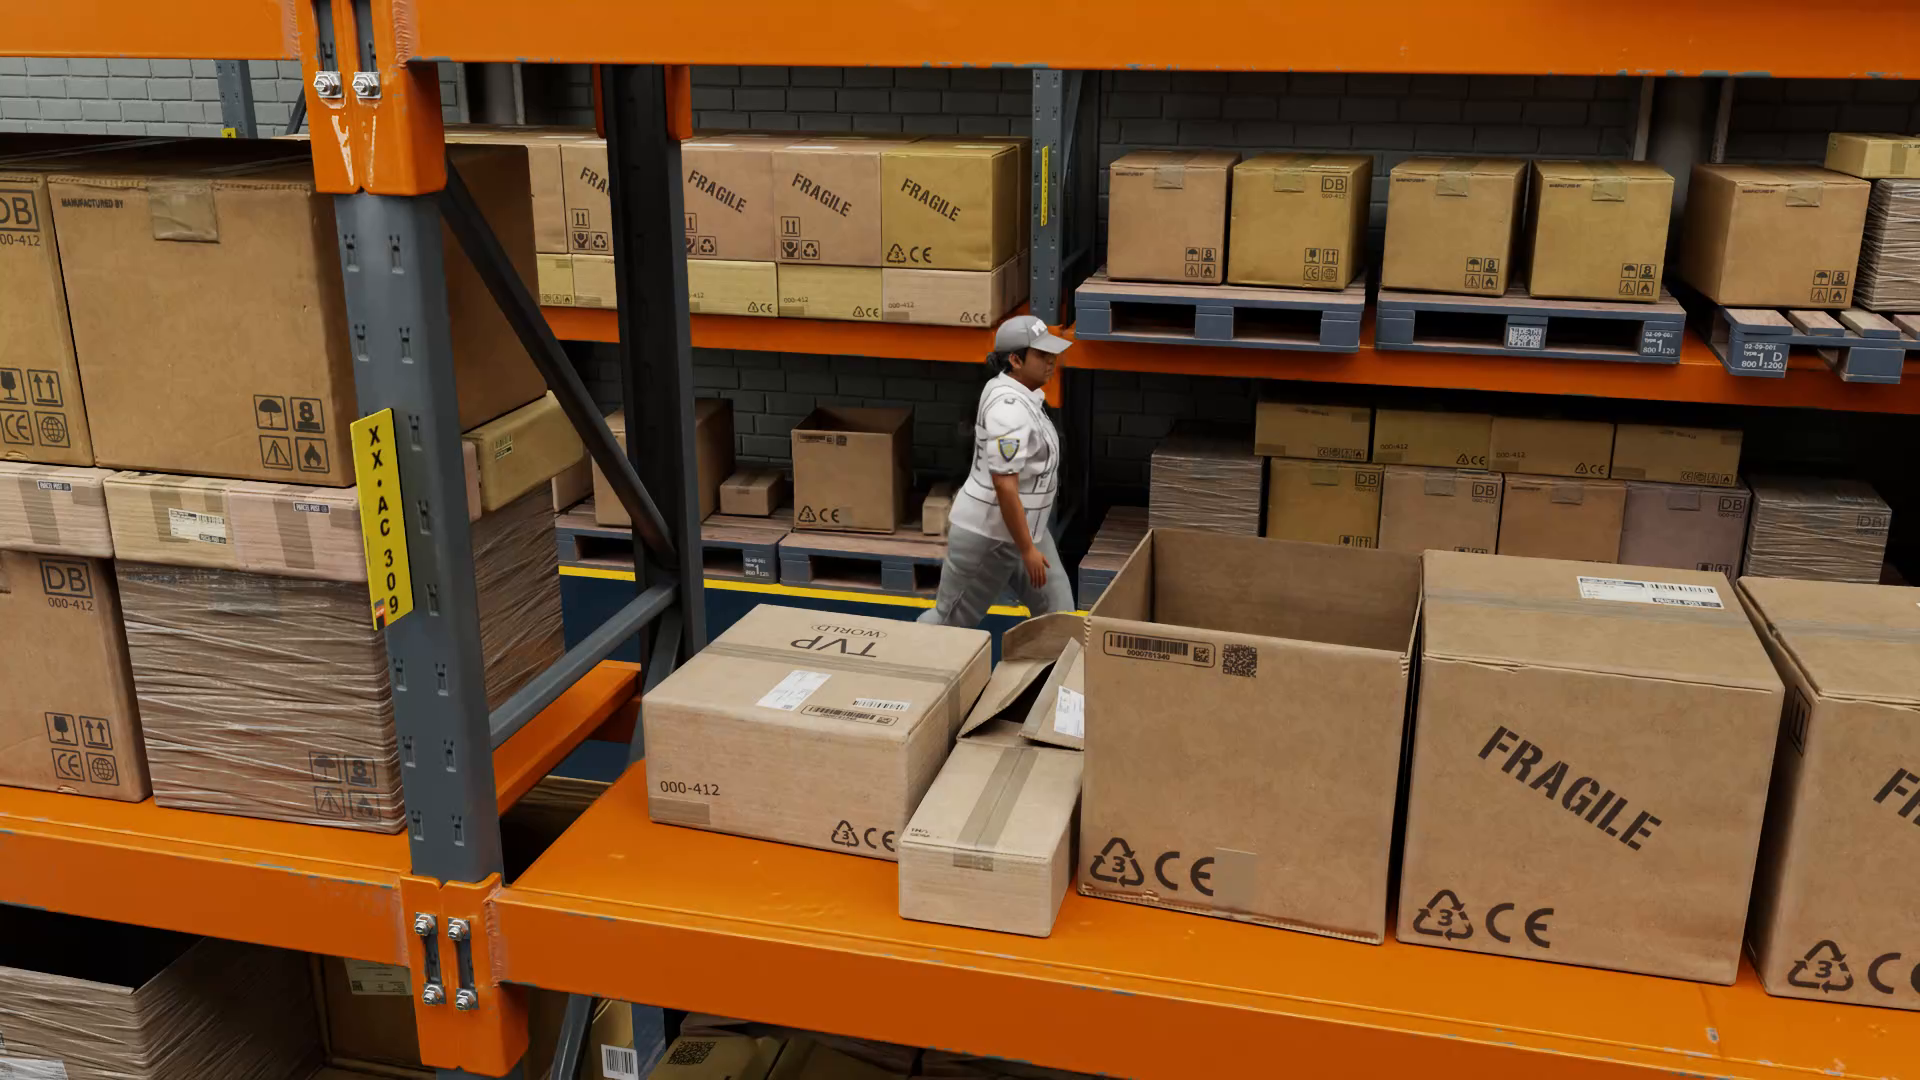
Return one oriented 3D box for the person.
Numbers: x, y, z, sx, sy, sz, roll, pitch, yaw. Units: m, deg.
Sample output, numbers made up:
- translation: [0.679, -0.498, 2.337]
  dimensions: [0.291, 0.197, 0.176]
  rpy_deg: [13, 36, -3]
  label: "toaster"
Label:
- translation: [0.167, -0.043, 6.211]
  dimensions: [1.030, 1.603, 0.504]
  rpy_deg: [4, 19, 11]
  label: "person"
